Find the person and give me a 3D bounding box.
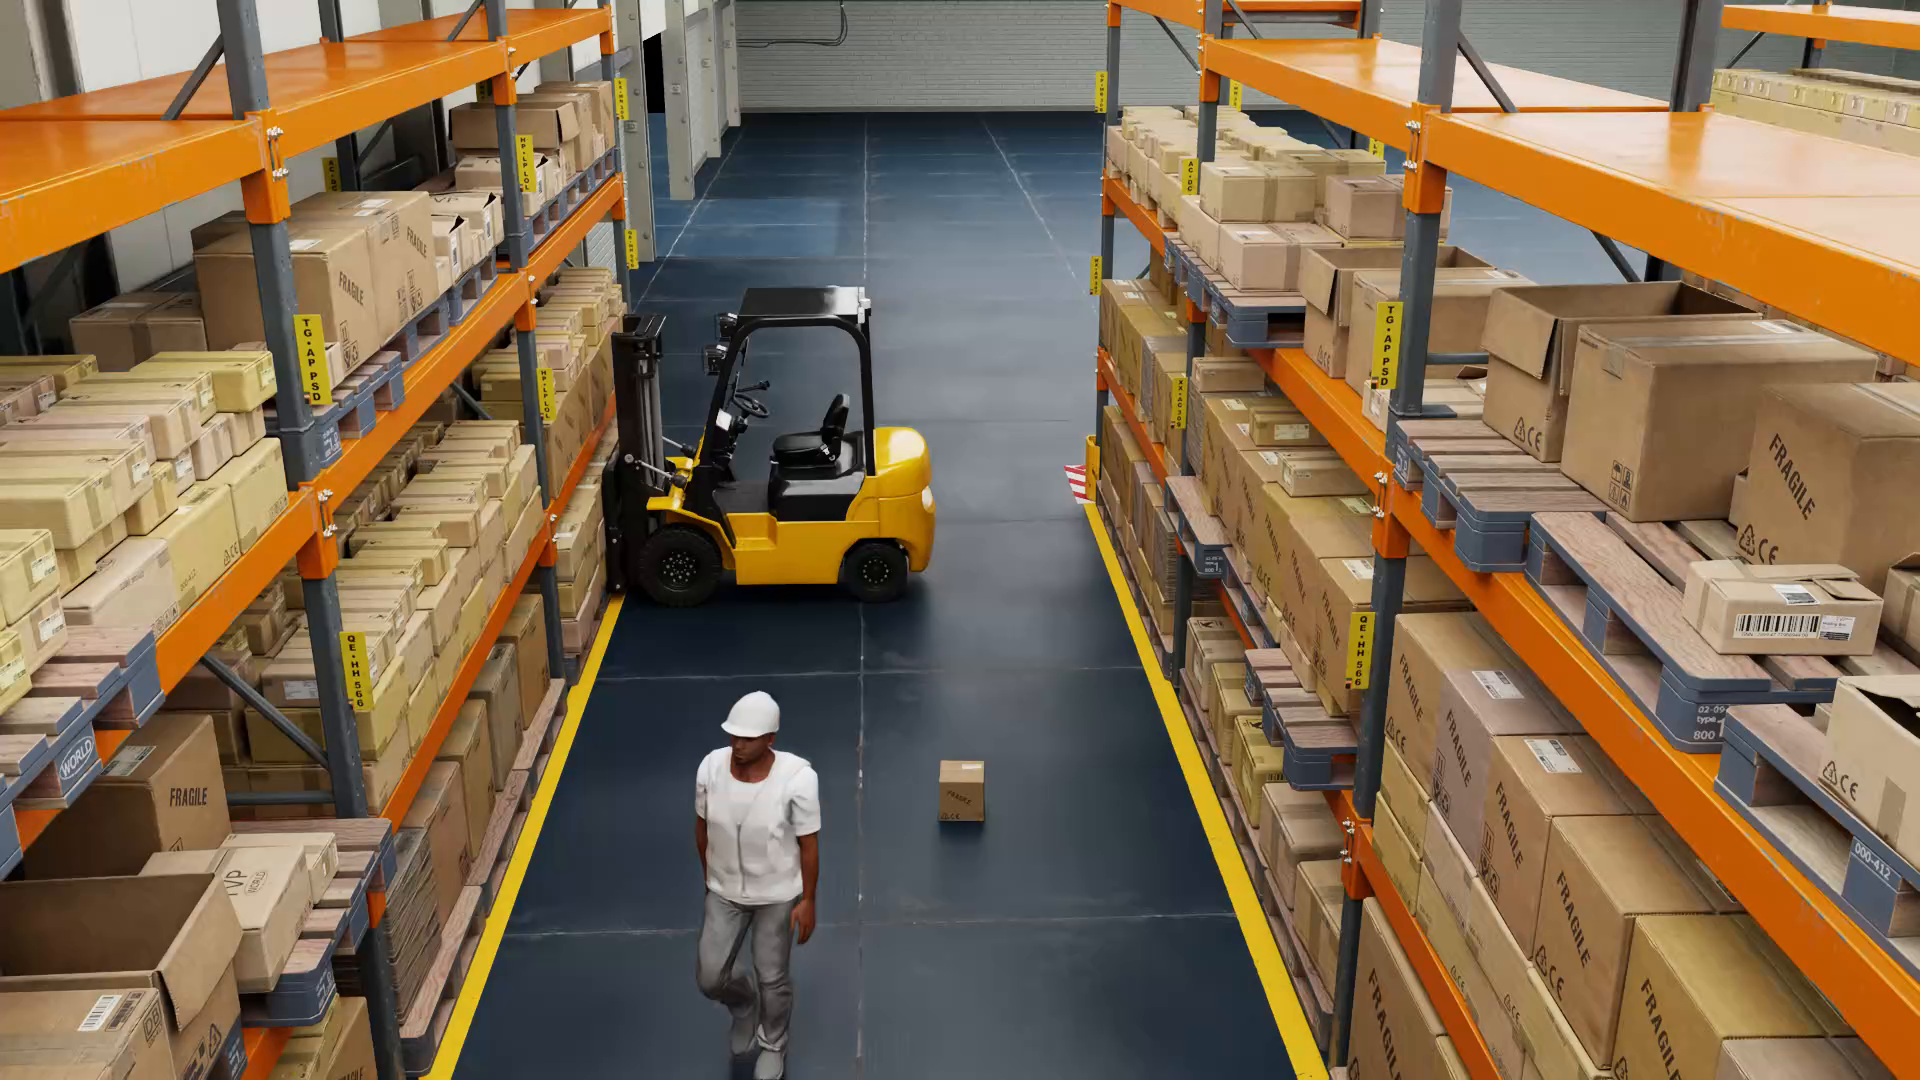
[{"bbox_3d":[-0.858,1.135,6.895,0.568,1.069,0.347,4,21,12],"label":"person"}]
